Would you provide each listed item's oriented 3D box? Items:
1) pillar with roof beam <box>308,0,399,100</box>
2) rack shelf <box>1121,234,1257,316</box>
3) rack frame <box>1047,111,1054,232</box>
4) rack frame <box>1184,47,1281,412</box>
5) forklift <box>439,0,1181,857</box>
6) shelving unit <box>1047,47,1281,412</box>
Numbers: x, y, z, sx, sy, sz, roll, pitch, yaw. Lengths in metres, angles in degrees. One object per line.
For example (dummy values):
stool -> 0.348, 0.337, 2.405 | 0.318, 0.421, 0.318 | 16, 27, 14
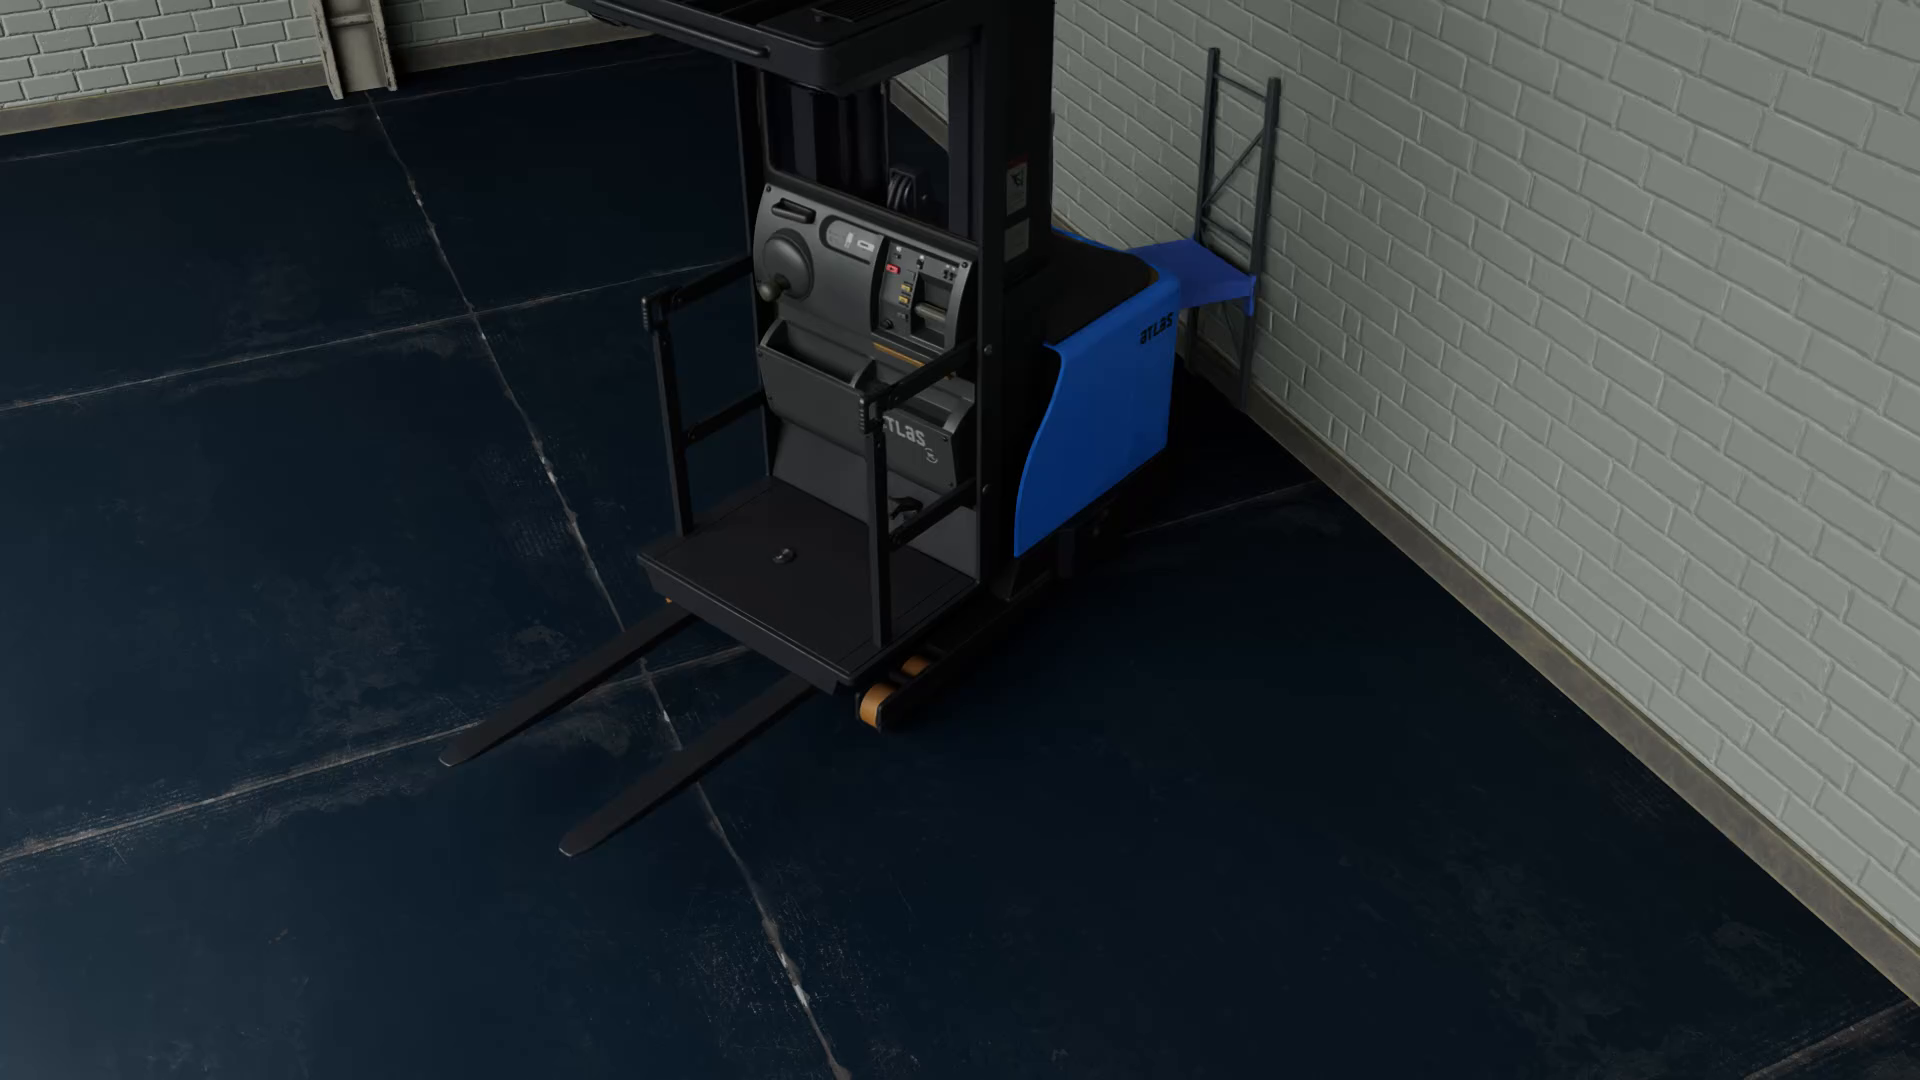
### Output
pillar with roof beam -> -2.005, -4.205, 4.866 | 0.400, 9.000, 9.100 | -16, 39, -20
rack shelf -> 0.707, -1.065, 7.170 | 1.000, 0.185, 0.538 | -14, 35, -20
rack frame -> 0.244, -1.104, 6.897 | 0.032, 1.500, 0.500 | -14, 35, -20
rack frame -> 1.170, -1.330, 7.250 | 0.032, 1.500, 0.500 | -14, 35, -20
forklift -> -0.472, -0.850, 5.435 | 1.130, 2.935, 3.031 | 27, 44, 31
shelving unit -> 0.707, -1.217, 7.073 | 1.048, 1.500, 0.538 | -14, 35, -20
